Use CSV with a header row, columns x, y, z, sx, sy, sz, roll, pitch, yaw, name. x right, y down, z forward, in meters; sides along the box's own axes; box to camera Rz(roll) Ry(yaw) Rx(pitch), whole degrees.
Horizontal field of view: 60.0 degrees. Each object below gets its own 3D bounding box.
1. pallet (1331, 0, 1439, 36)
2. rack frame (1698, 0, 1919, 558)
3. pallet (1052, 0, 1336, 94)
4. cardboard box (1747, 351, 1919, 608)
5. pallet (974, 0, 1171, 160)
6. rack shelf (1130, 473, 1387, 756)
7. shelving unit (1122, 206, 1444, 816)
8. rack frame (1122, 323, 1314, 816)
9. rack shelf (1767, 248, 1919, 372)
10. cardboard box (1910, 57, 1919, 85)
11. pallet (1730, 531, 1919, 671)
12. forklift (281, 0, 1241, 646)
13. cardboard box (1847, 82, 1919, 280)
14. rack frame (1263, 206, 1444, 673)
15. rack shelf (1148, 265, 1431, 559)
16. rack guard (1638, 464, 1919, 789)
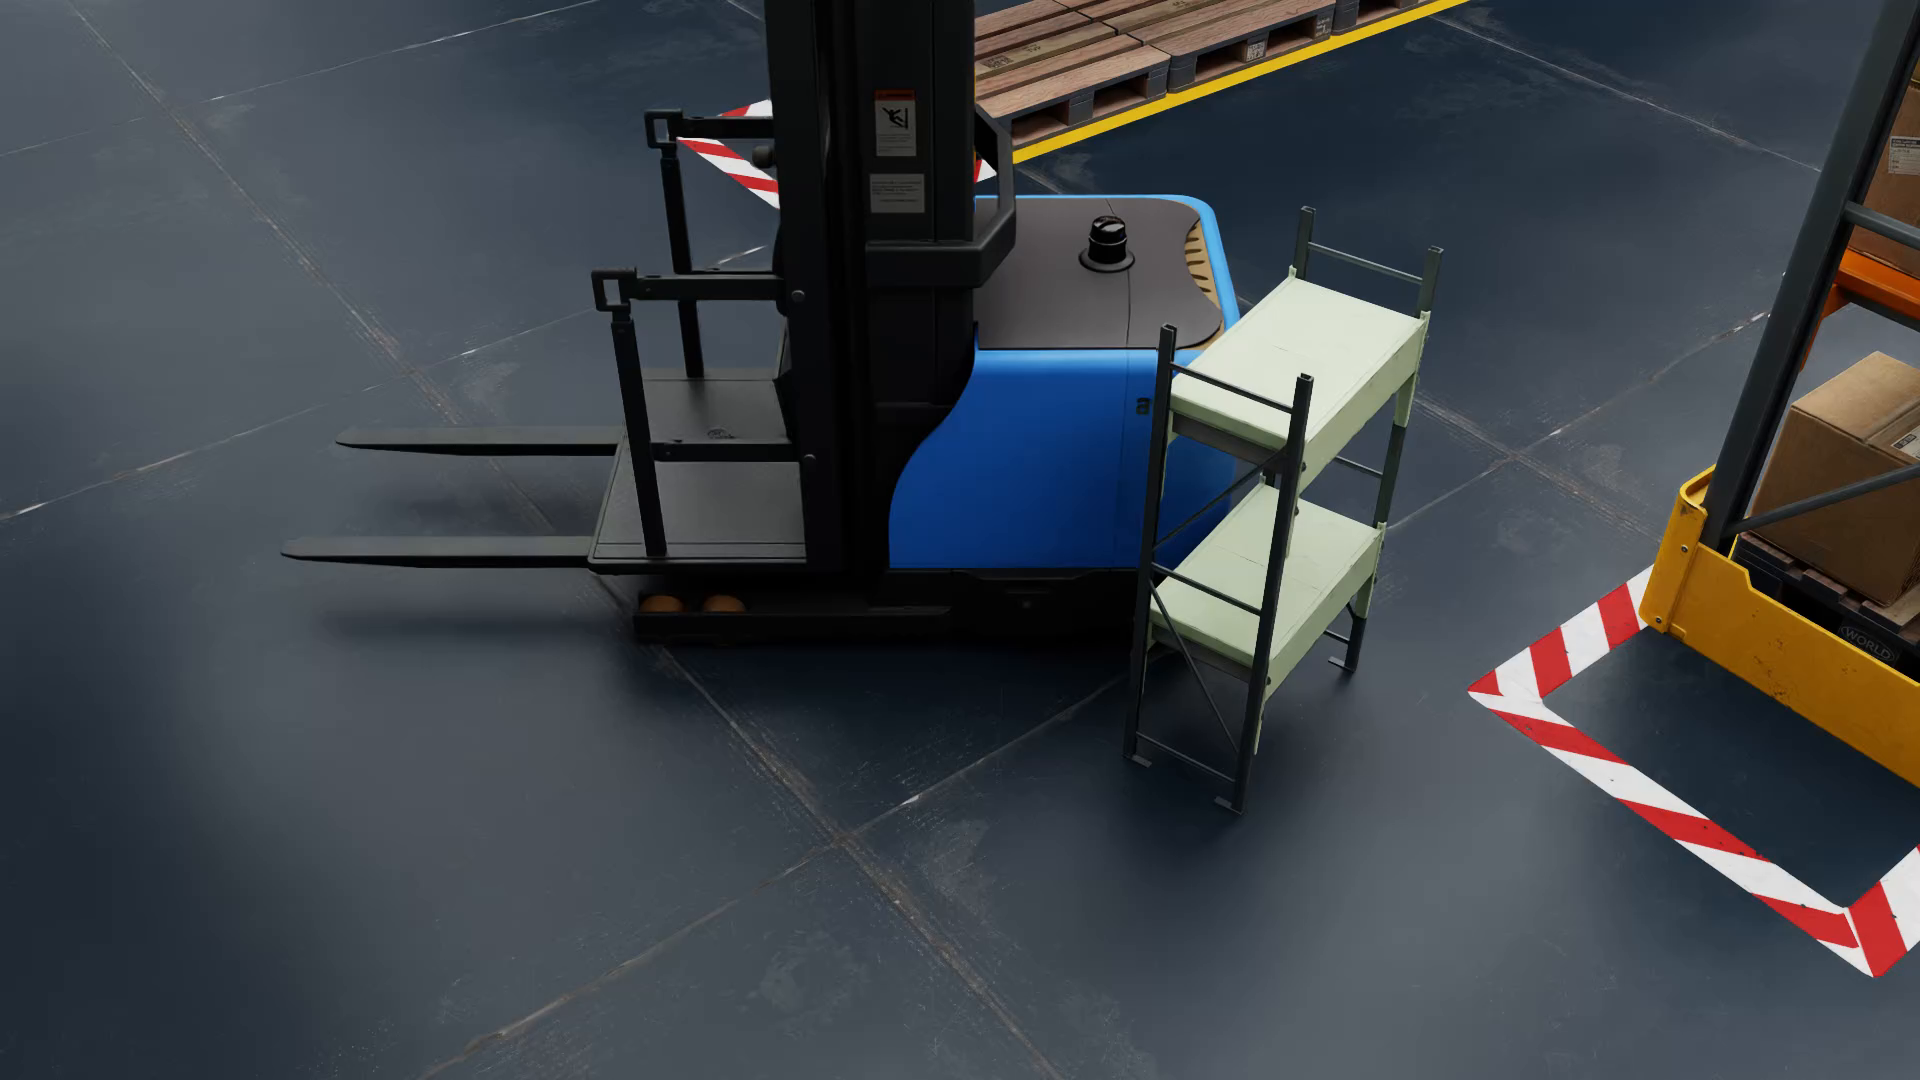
x,y,z,sx,sy,sz,roll,pitch,yaw,name
2.228,-3.319,9.629,1.213,0.211,1.003,-26,46,-28,pallet
2.631,-0.662,4.192,0.127,3.000,1.000,-26,46,-28,rack frame
1.260,-2.845,9.051,1.213,0.211,1.003,-26,46,-28,pallet
2.912,-0.200,5.253,0.500,0.500,0.500,-26,46,-28,cardboard box
0.293,-2.376,8.480,1.213,0.211,1.003,-26,46,-28,pallet
0.868,0.199,4.839,0.431,0.370,0.720,25,45,27,rack shelf
0.868,-0.053,4.633,0.431,1.500,0.755,25,45,27,shelving unit
0.652,0.134,4.404,0.400,1.500,0.023,25,45,27,rack frame
4.217,-1.157,5.363,4.000,0.370,1.077,-26,46,-28,rack shelf
2.816,-1.398,4.222,0.500,0.500,0.500,-26,46,-28,cardboard box
3.323,0.078,5.489,1.213,0.211,1.003,-26,46,-28,pallet
-0.672,-1.129,4.816,3.031,2.935,1.130,0,39,0,forklift
2.820,-1.011,4.538,0.500,0.500,0.500,-25,45,-27,cardboard box
1.084,-0.241,4.861,0.400,1.500,0.023,25,45,27,rack frame
0.868,-0.355,4.385,0.431,0.370,0.720,25,45,27,rack shelf
2.691,0.275,5.021,0.348,0.500,1.175,-26,46,-28,rack guard
